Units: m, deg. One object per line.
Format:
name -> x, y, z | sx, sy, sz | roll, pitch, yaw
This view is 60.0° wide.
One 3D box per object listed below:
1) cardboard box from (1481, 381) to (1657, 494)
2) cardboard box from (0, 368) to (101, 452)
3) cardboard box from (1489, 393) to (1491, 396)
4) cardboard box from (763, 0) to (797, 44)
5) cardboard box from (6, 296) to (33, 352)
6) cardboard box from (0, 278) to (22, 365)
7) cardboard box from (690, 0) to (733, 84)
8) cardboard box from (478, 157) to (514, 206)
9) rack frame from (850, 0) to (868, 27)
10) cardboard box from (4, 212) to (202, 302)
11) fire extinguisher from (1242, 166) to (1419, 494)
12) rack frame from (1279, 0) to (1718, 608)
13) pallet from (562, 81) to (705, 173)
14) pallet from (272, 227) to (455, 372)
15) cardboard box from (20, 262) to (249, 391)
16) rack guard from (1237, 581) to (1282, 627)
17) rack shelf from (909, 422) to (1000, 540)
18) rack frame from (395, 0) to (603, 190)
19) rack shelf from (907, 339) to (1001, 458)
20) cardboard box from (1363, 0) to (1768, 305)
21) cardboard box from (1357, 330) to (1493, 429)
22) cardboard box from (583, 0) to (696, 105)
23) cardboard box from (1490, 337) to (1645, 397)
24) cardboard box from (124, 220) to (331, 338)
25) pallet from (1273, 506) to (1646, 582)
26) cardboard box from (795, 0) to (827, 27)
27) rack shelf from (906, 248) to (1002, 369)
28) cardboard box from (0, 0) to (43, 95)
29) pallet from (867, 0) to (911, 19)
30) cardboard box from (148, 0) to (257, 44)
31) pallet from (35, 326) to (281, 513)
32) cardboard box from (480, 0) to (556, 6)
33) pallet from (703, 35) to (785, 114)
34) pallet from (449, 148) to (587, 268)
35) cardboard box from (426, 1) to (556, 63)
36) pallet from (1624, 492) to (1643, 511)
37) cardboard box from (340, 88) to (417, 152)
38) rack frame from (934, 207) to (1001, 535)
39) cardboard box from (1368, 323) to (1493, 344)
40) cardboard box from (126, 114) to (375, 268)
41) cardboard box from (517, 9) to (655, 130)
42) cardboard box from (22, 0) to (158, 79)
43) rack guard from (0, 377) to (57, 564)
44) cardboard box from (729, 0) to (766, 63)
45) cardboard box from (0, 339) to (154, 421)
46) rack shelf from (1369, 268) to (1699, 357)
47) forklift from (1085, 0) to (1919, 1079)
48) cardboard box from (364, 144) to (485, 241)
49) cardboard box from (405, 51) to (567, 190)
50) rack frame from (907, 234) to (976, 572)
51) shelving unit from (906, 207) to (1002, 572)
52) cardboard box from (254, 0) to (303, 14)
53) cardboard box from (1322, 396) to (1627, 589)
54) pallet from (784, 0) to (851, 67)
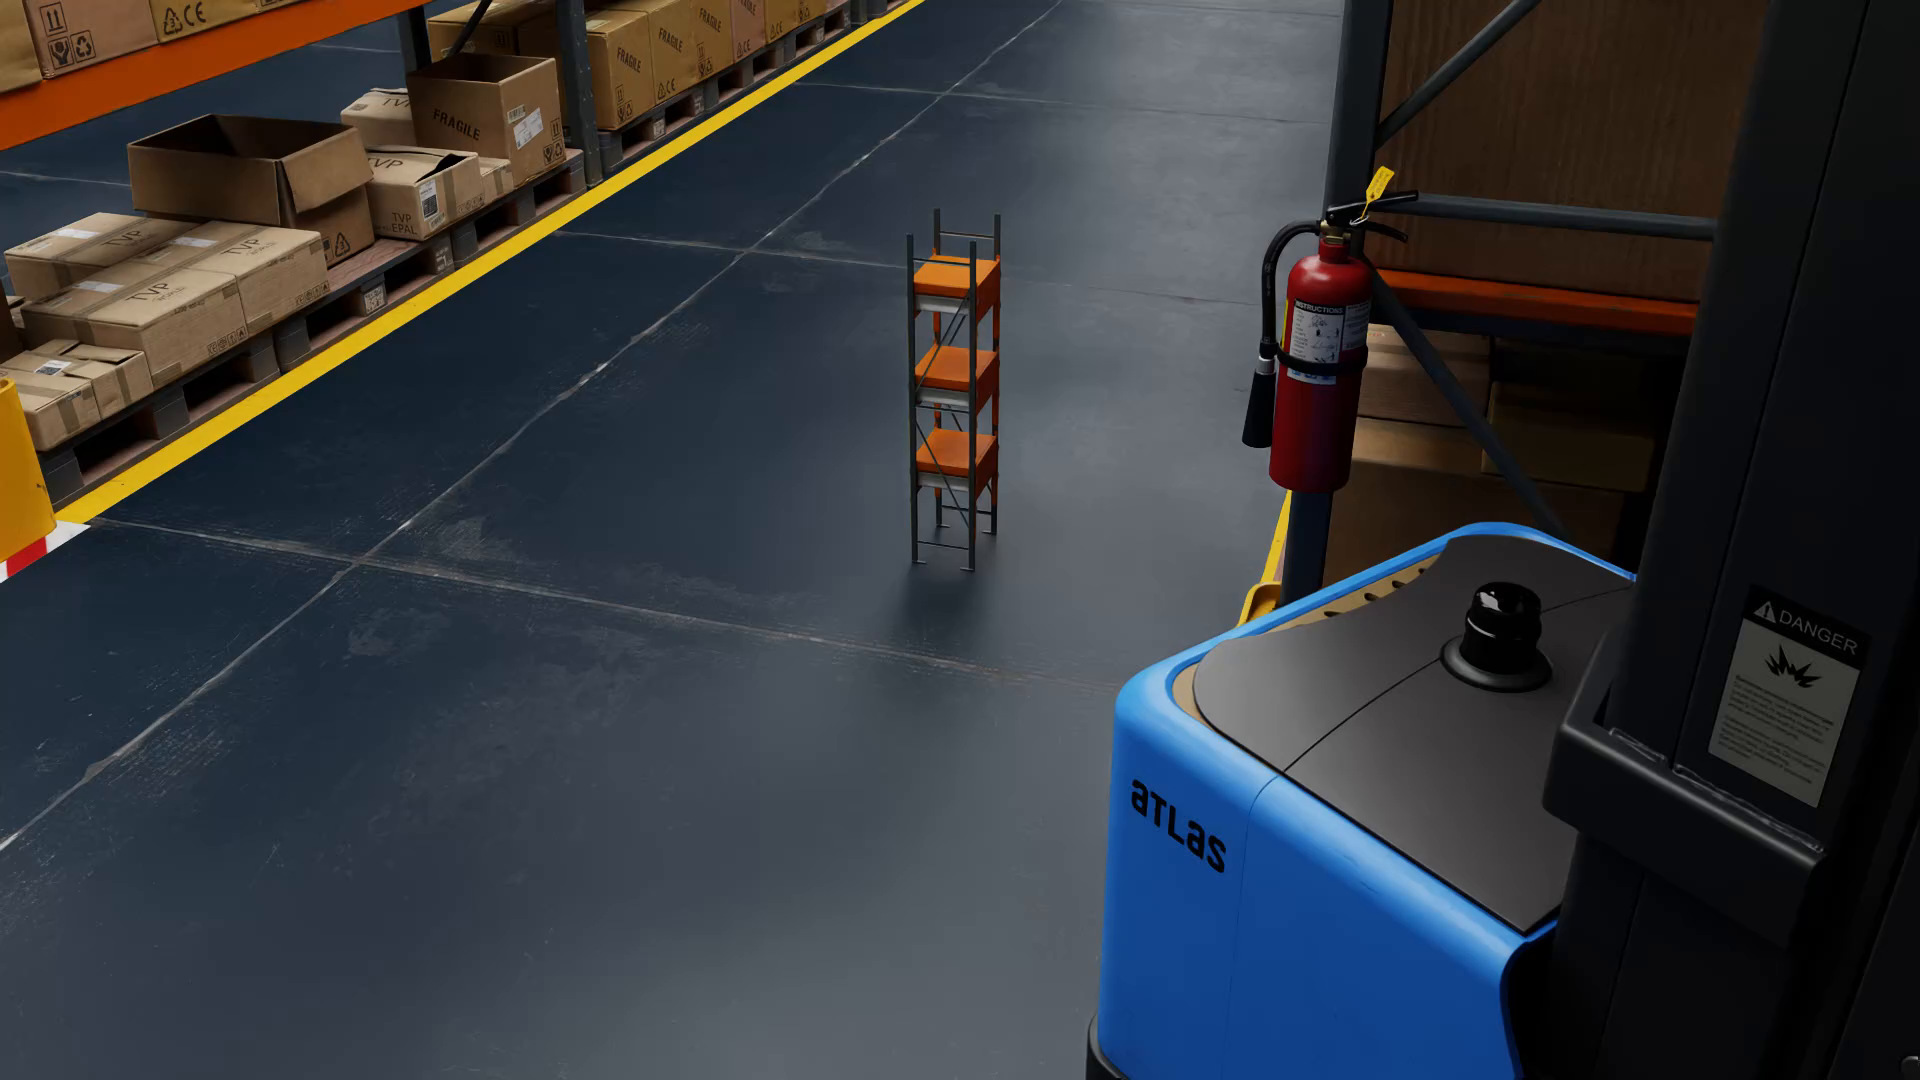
cardboard box -> 1.495, -0.257, 4.098 | 0.380, 0.149, 0.250 | 9, 30, 15
cardboard box -> -3.054, -0.426, 5.411 | 0.380, 0.149, 0.250 | 8, 30, 15
cardboard box -> 1.488, -0.293, 4.830 | 0.700, 0.500, 0.500 | 8, 30, 15
cardboard box -> -1.360, -3.444, 10.473 | 0.500, 0.500, 0.500 | 7, 30, 13
cardboard box -> -3.377, -0.752, 5.978 | 0.380, 0.166, 0.250 | 8, 30, 15
cardboard box -> -3.582, -0.722, 5.581 | 0.500, 0.500, 0.500 | 8, 30, 15
cardboard box -> -1.657, -2.964, 9.611 | 0.500, 0.500, 0.500 | 9, 30, 15
cardboard box -> -2.280, -1.652, 7.613 | 0.380, 0.149, 0.250 | 8, 30, 15
rack frame -> -1.157, -5.052, 11.246 | 1.000, 3.000, 0.127 | 8, 30, 15
cardboard box -> -3.274, -1.050, 6.428 | 0.500, 0.250, 0.500 | 8, 30, 15
fire extinguisher -> 0.746, -0.428, 3.398 | 0.296, 0.674, 0.183 | 8, 30, 15
rack frame -> 1.231, -0.629, 3.296 | 1.000, 3.000, 0.127 | 8, 30, 15
pallet -> -2.129, -2.358, 9.272 | 1.003, 0.211, 1.213 | 8, 30, 15
pallet -> -2.890, -1.087, 6.987 | 1.003, 0.211, 1.213 | 8, 30, 15
cardboard box -> -2.928, -0.770, 5.924 | 0.500, 0.250, 0.500 | 8, 30, 15
rack guard -> 1.224, 0.474, 3.883 | 1.175, 0.500, 0.348 | 8, 30, 15
rack shelf -> -0.016, -0.182, 5.090 | 0.215, 0.259, 0.240 | 8, 30, 15
rack frame -> -2.332, -3.193, 7.905 | 1.000, 3.000, 0.127 | 8, 30, 15
rack shelf -> -0.016, -0.425, 4.955 | 0.215, 0.259, 0.240 | 8, 30, 15
cardboard box -> 1.371, -0.999, 3.651 | 0.980, 0.700, 0.700 | 10, 31, 17
cardboard box -> 1.204, -0.429, 4.408 | 0.380, 0.149, 0.250 | 8, 30, 14
cardboard box -> -1.811, -2.733, 9.196 | 0.500, 0.500, 0.500 | 9, 30, 16
cardboard box -> 1.643, -0.492, 4.522 | 0.380, 0.149, 0.250 | 9, 30, 15
cardboard box -> -2.781, -1.002, 6.342 | 0.500, 0.250, 0.500 | 8, 30, 15
pallet -> 1.391, 0.207, 4.662 | 1.003, 0.211, 1.213 | 8, 30, 15
cardboard box -> -1.208, -3.684, 10.906 | 0.500, 0.500, 0.500 | 10, 31, 17
rack shelf -> -0.016, -0.673, 4.817 | 0.215, 0.259, 0.240 | 8, 30, 15
cardboard box -> -3.123, -1.547, 4.842 | 0.500, 0.500, 0.500 | 9, 30, 16
pallet -> -0.879, -4.211, 12.602 | 1.003, 0.211, 1.213 | 8, 30, 15
cardboard box -> -2.827, -2.020, 5.693 | 0.500, 0.500, 0.500 | 8, 30, 15
pallet -> -3.250, -0.522, 5.971 | 1.003, 0.211, 1.213 | 8, 30, 15
cardboard box -> -2.308, -2.792, 9.302 | 0.500, 0.500, 0.500 | 9, 30, 15
pallet -> -1.773, -2.927, 10.294 | 1.003, 0.211, 1.213 | 8, 30, 15
pallet -> -2.534, -1.656, 8.009 | 1.003, 0.211, 1.213 | 8, 30, 15
cardboard box -> -2.461, -2.563, 8.891 | 0.500, 0.500, 0.500 | 8, 30, 15
pallet -> 1.751, -0.359, 5.678 | 1.003, 0.211, 1.213 | 8, 30, 15
cardboard box -> -2.662, -2.046, 8.156 | 0.500, 0.311, 0.500 | 8, 30, 15
rack frame -> 0.020, -0.491, 5.052 | 0.200, 1.050, 0.008 | 8, 30, 15
cardboard box -> 1.279, -0.548, 4.622 | 0.380, 0.149, 0.250 | 9, 30, 16
cardboard box -> -2.878, -1.421, 6.834 | 0.797, 0.503, 0.637 | 8, 30, 15
cardboard box -> -1.957, -2.483, 8.747 | 0.500, 0.500, 0.500 | 7, 30, 13
cardboard box -> -2.977, -1.787, 5.274 | 0.500, 0.500, 0.500 | 8, 30, 14
rack guard -> -3.483, -0.277, 5.234 | 1.175, 0.500, 0.348 | 8, 30, 15
cardboard box -> -1.508, -3.199, 10.033 | 0.500, 0.500, 0.500 | 7, 30, 13
cardboard box -> -2.981, -0.550, 5.616 | 0.380, 0.166, 0.250 | 8, 30, 15
rack shelf -> 1.818, -1.244, 5.141 | 1.077, 0.370, 4.000 | 8, 30, 15
forklift -> 1.514, 0.314, 1.670 | 1.130, 2.935, 3.031 | -20, 35, -32
cardboard box -> -2.448, -1.557, 7.276 | 0.500, 0.311, 0.500 | 8, 30, 15
cardboard box -> -2.228, -1.988, 7.857 | 0.500, 0.500, 0.500 | 8, 30, 15
rack frame -> -0.052, -0.377, 4.848 | 0.200, 1.050, 0.008 | 8, 30, 15
shelving unit -> -0.016, -0.434, 4.950 | 0.215, 1.050, 0.252 | 8, 30, 15
cardboard box -> -2.679, -2.252, 6.110 | 0.500, 0.500, 0.500 | 9, 30, 16
cardboard box -> 1.341, -0.060, 4.412 | 0.700, 0.500, 0.500 | 8, 30, 15
pallet -> -1.413, -3.492, 11.310 | 1.003, 0.211, 1.213 | 8, 30, 15
